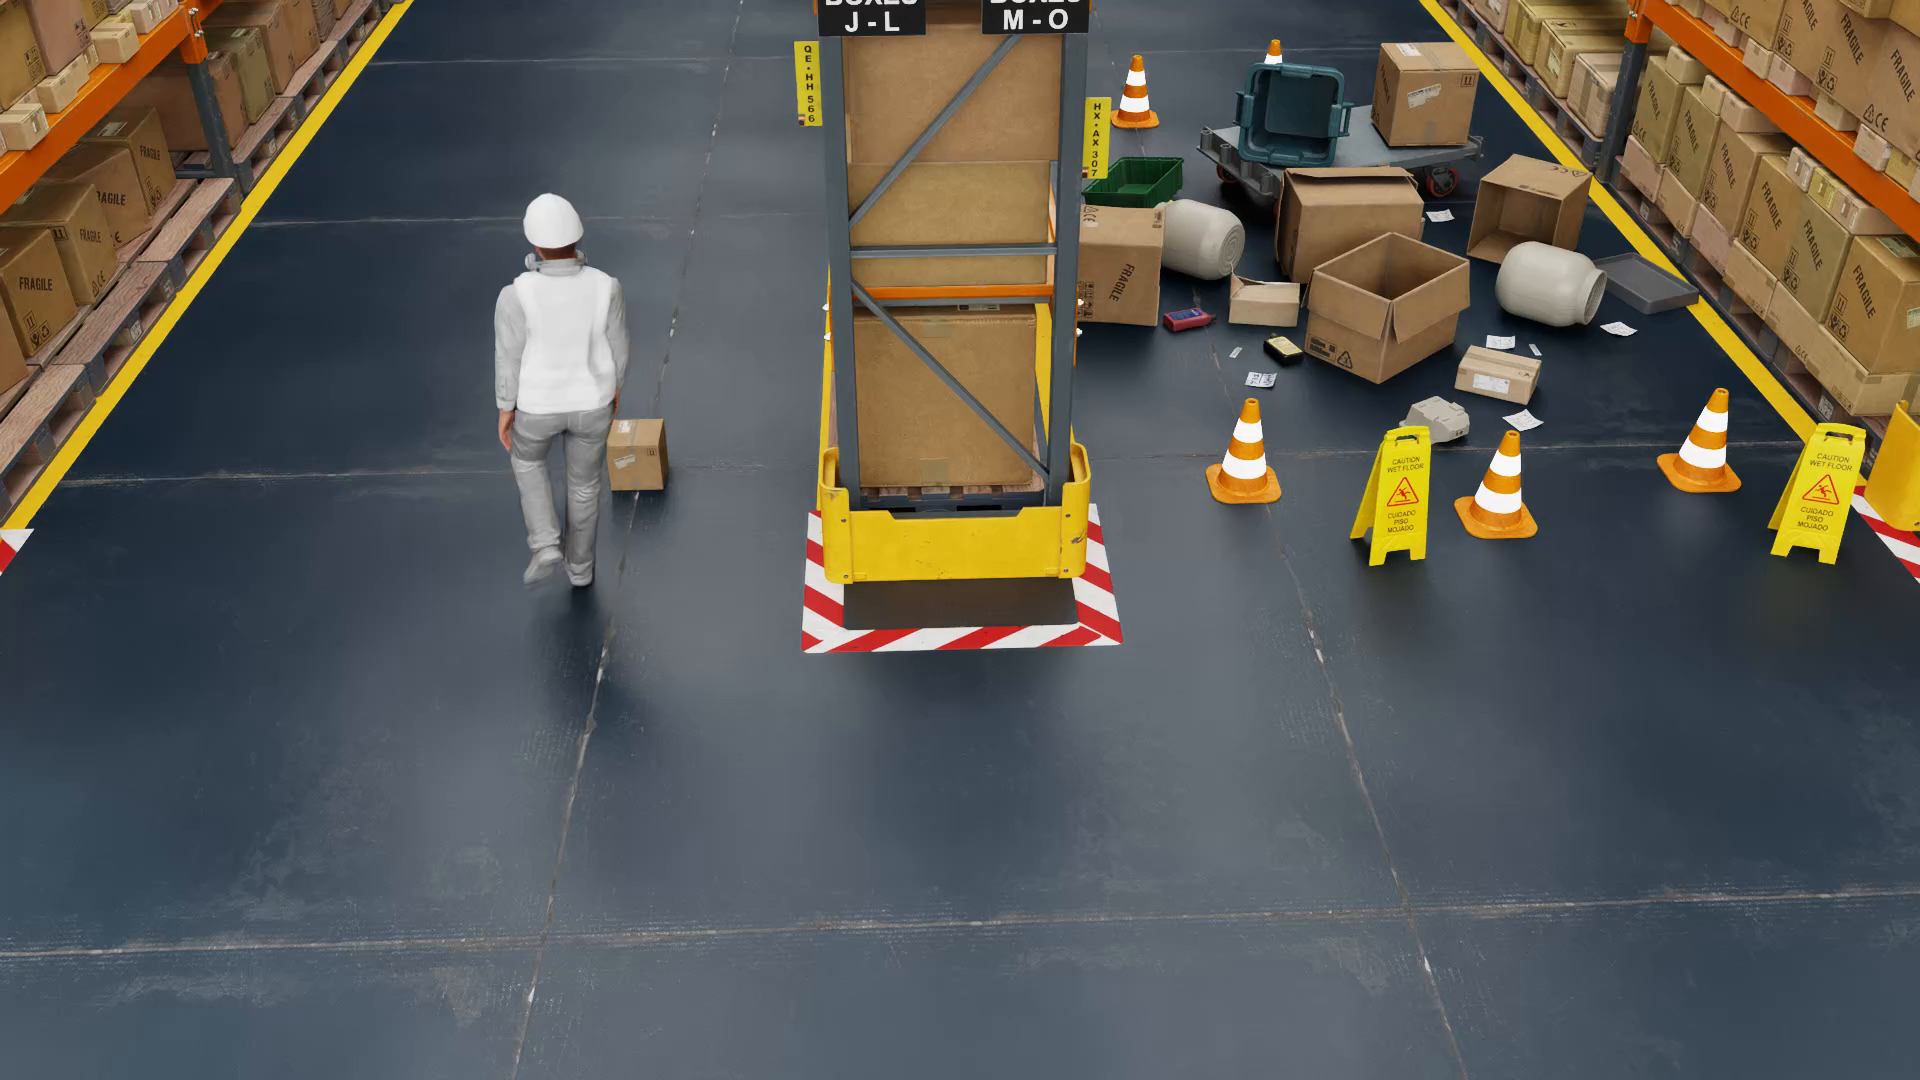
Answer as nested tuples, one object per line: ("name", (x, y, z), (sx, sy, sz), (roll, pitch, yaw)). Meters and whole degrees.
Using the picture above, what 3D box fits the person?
("person", (-1.650, -0.601, 6.946), (0.596, 1.767, 0.462), (-10, 36, -14))
